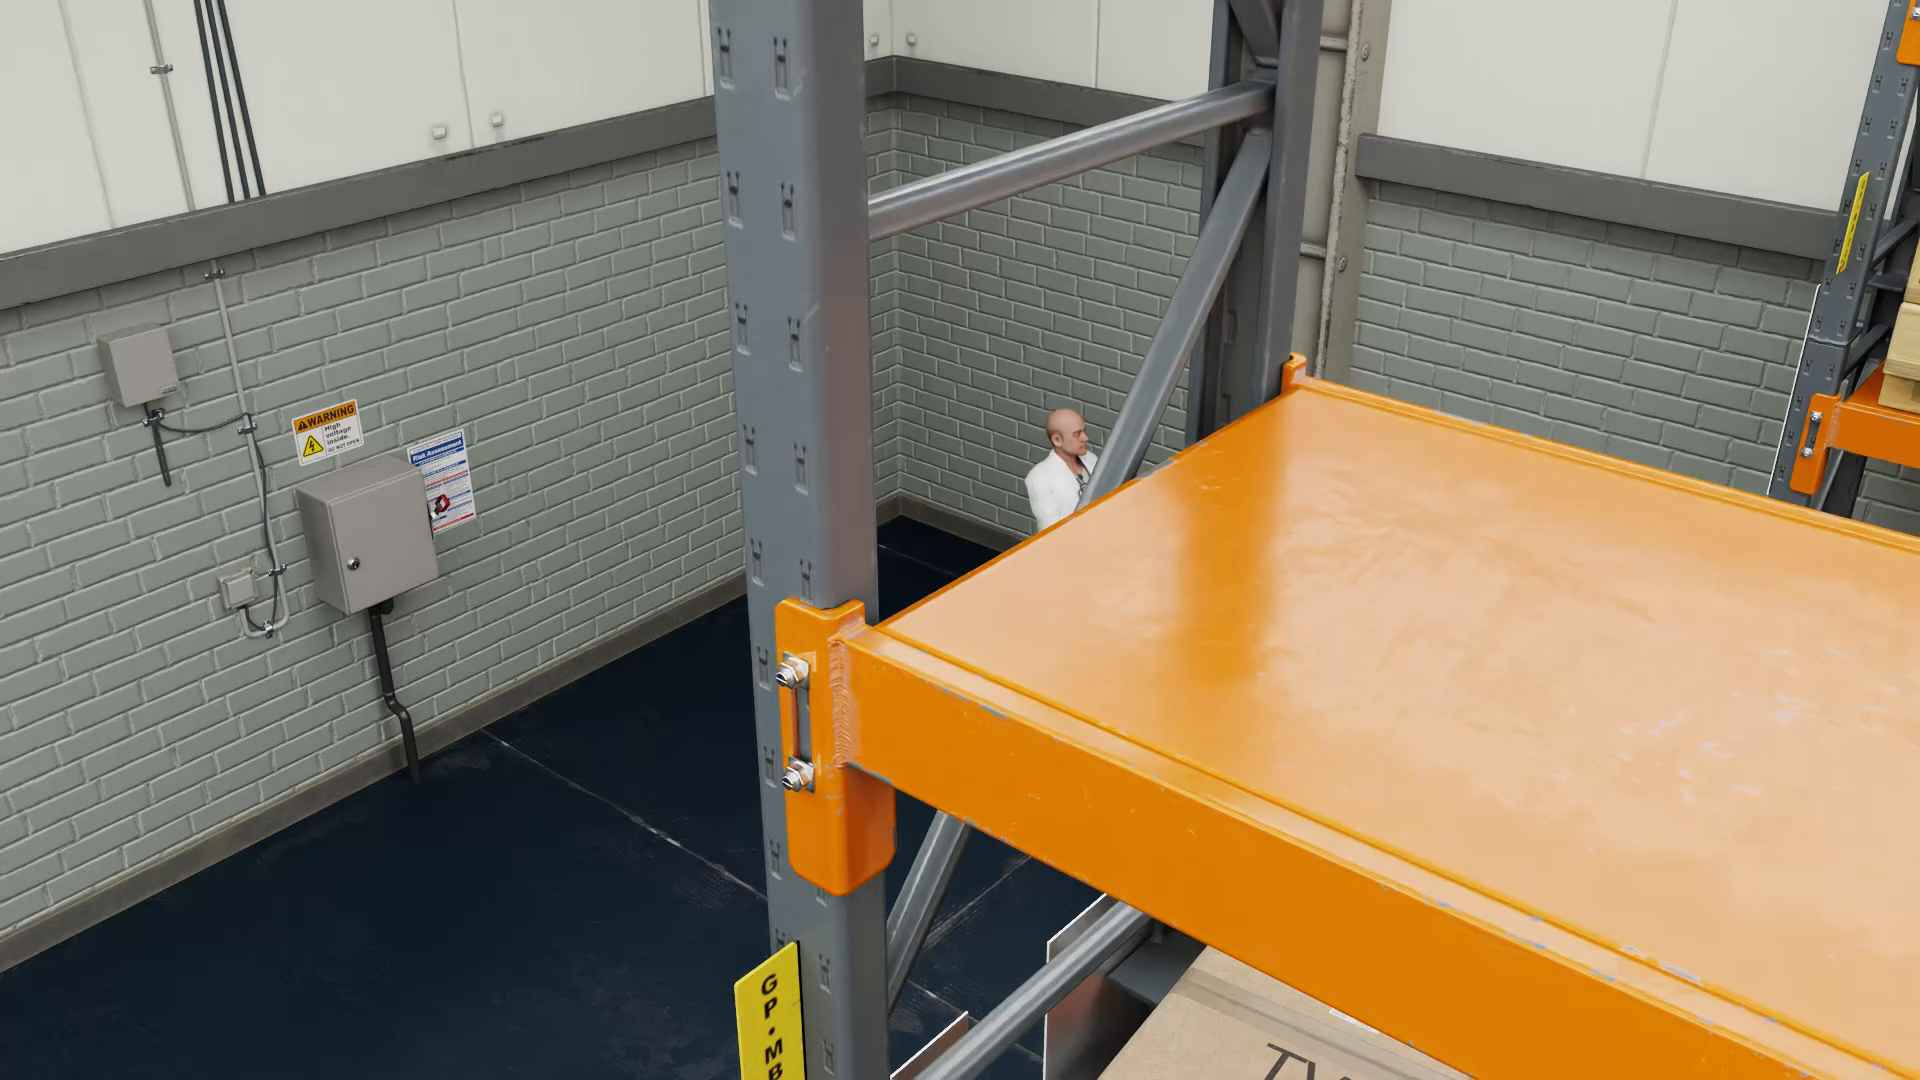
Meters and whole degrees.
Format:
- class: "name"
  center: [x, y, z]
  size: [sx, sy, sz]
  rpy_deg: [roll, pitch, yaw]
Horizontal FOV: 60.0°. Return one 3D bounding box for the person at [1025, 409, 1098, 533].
- class: "person"
  center: [0.654, 0.187, 8.695]
  size: [0.554, 1.773, 0.532]
  rpy_deg: [20, 33, 34]
